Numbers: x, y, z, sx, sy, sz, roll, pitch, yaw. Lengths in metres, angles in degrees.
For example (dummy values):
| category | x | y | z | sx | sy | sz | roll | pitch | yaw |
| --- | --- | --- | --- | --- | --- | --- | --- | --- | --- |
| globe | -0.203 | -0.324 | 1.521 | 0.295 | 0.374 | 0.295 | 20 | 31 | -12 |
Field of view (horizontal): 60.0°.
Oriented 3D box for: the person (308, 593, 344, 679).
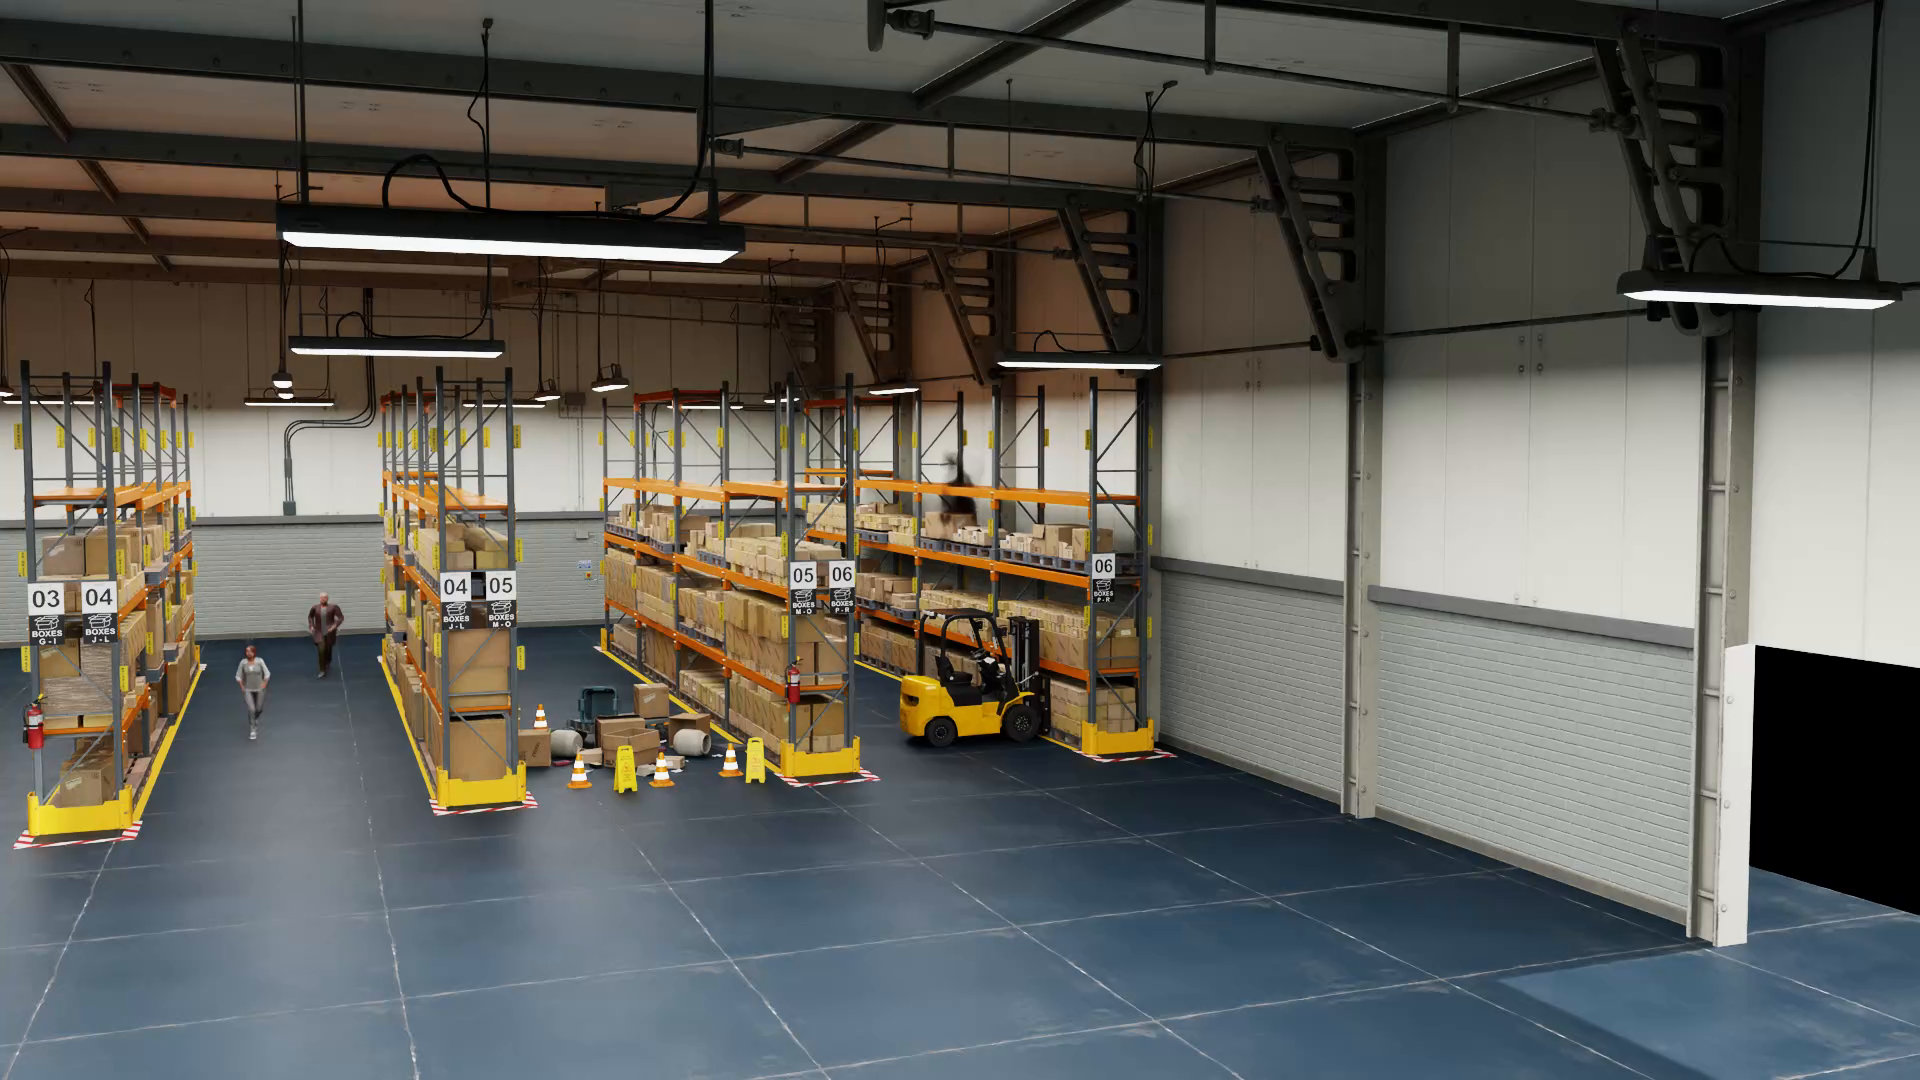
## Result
| category | x | y | z | sx | sy | sz | roll | pitch | yaw |
| --- | --- | --- | --- | --- | --- | --- | --- | --- | --- |
| person | -13.440 | 1.996 | 35.262 | 0.727 | 1.784 | 0.918 | -1 | 4 | -15 |

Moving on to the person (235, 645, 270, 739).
| category | x | y | z | sx | sy | sz | roll | pitch | yaw |
| --- | --- | --- | --- | --- | --- | --- | --- | --- | --- |
| person | -11.923 | 2.545 | 28.039 | 0.537 | 1.568 | 0.506 | -1 | 4 | -22 |
